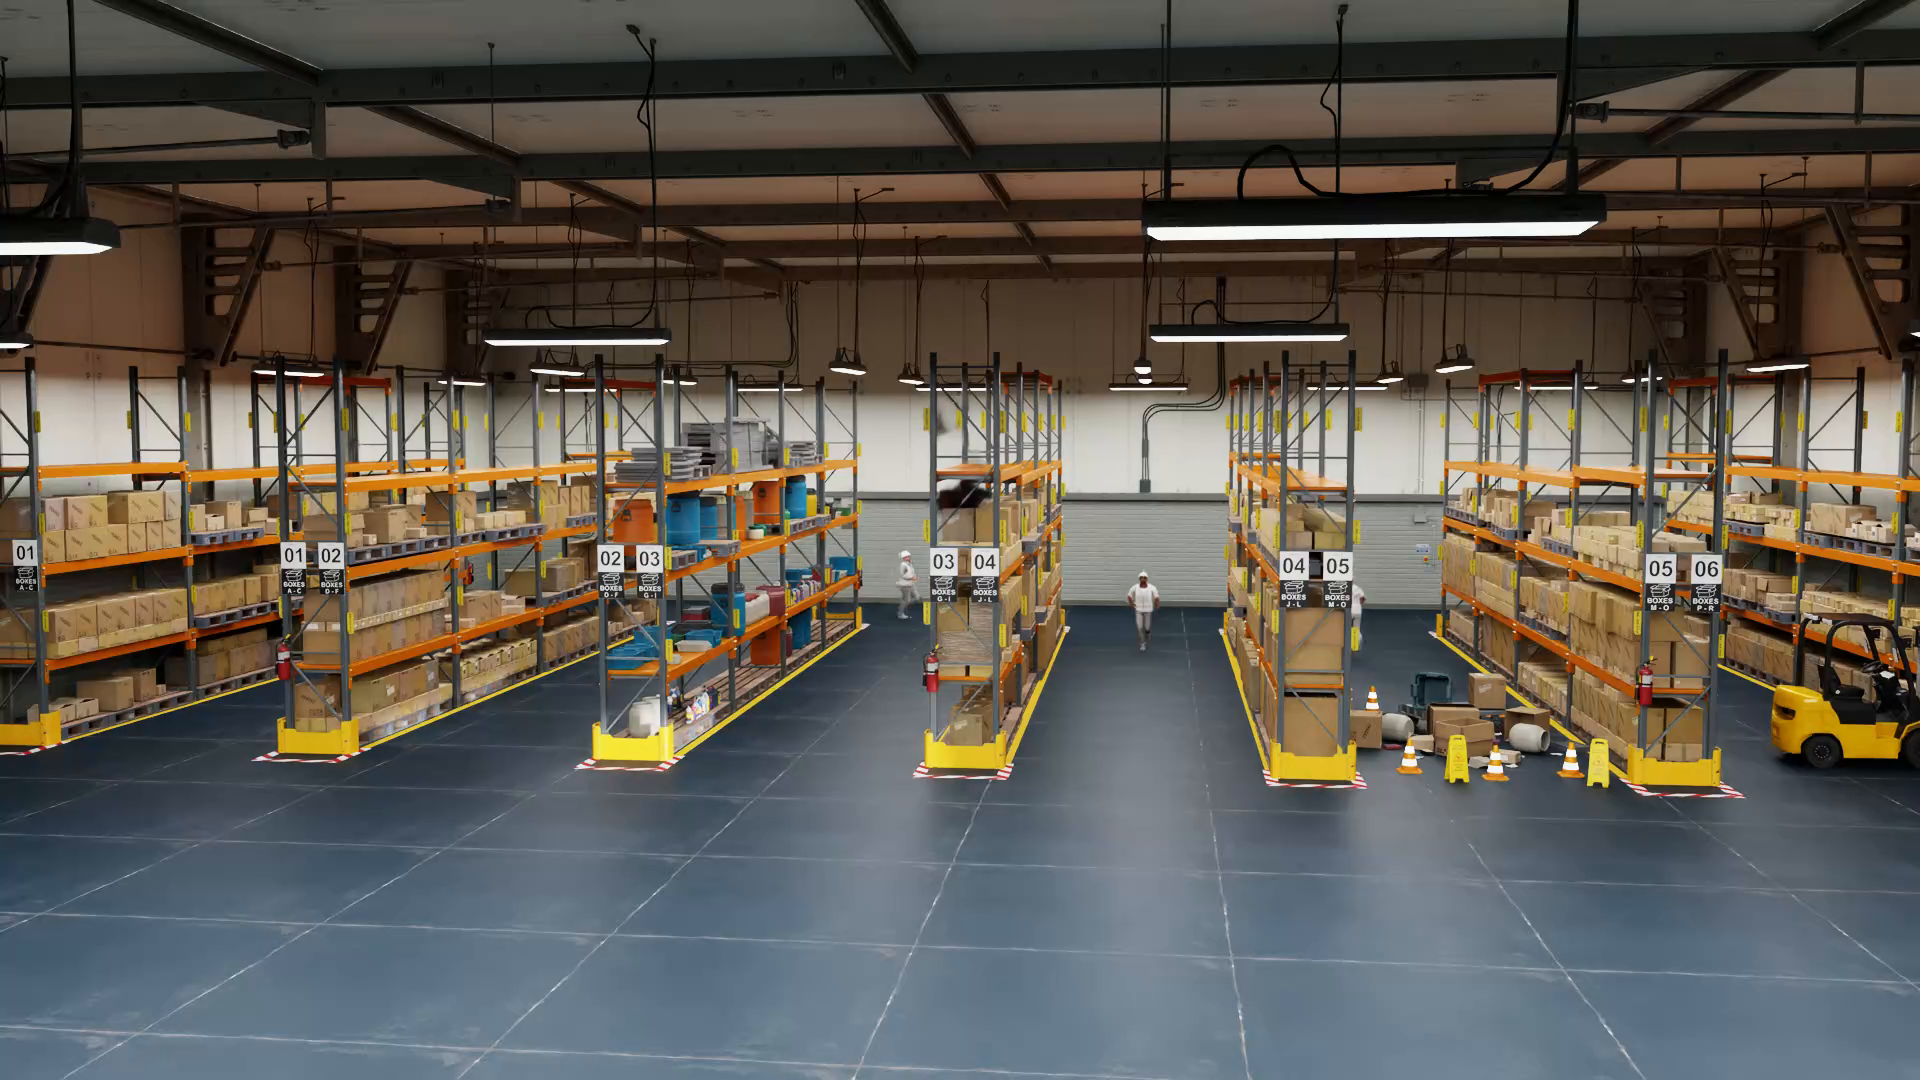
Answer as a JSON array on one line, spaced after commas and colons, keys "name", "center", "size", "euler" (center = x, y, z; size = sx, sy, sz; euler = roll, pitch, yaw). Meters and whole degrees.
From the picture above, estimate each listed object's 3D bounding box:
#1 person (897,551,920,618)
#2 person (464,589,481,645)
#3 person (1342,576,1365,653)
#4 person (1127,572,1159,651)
[{"name": "person", "center": [-1.305, 1.137, 42.234], "size": [0.642, 1.736, 0.634], "euler": [2, 4, 22]}, {"name": "person", "center": [-10.103, 1.788, 34.512], "size": [0.540, 1.594, 0.713], "euler": [1, 4, 12]}, {"name": "person", "center": [8.391, 1.628, 35.682], "size": [0.663, 1.776, 1.077], "euler": [0, 4, -5]}, {"name": "person", "center": [4.037, 1.557, 36.668], "size": [0.702, 1.726, 0.598], "euler": [0, 4, 7]}]
